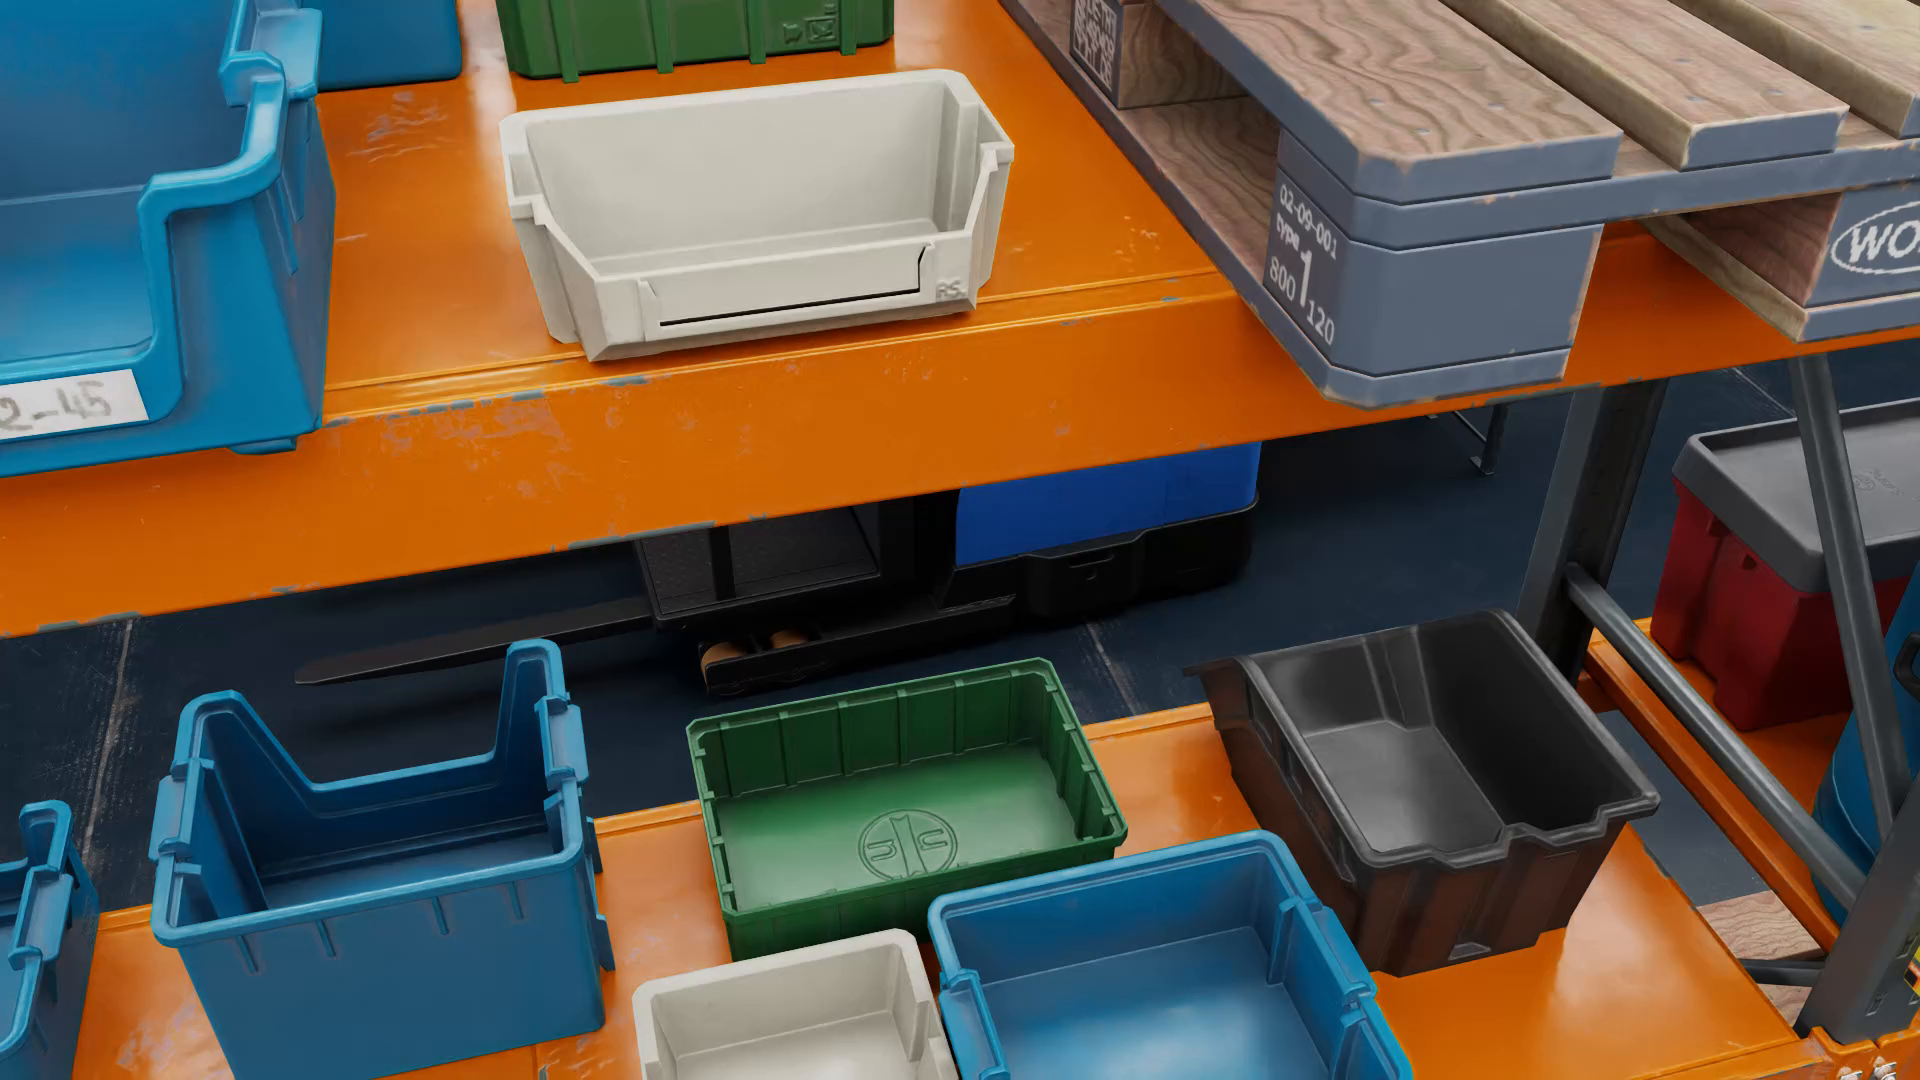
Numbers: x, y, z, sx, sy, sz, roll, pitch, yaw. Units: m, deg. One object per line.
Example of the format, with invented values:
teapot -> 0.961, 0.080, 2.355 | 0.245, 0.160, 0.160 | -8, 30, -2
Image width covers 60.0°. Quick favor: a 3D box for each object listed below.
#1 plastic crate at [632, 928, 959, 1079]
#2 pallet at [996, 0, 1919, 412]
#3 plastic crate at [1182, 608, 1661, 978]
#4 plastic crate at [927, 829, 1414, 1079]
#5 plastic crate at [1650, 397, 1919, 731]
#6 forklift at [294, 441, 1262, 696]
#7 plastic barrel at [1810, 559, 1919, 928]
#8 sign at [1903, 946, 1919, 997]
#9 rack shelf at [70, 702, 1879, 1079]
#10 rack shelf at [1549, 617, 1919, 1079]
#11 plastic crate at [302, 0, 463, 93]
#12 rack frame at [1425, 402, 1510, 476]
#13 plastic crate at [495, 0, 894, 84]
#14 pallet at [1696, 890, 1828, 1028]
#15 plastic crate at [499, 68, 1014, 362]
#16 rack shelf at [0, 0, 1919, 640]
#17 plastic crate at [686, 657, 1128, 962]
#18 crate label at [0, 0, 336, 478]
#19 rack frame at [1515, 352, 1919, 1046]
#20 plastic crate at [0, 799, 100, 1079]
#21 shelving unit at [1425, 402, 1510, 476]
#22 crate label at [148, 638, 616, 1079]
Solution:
plastic crate -> -0.218, 0.846, 2.393 | 0.437, 0.136, 0.530 | -9, 38, -12
pallet -> 0.612, -0.609, 1.765 | 1.003, 0.211, 1.213 | -9, 38, -12
plastic crate -> 0.745, 0.368, 2.851 | 0.504, 0.338, 0.767 | -9, 38, -12
plastic crate -> 0.286, 0.729, 2.451 | 0.616, 0.251, 0.499 | -9, 38, -12
plastic crate -> 1.671, 0.054, 3.158 | 0.583, 0.464, 0.402 | -9, 38, -12
forklift -> -0.598, -1.046, 4.705 | 3.031, 2.935, 1.130 | -11, 39, -14
plastic barrel -> 1.735, 0.253, 2.538 | 0.708, 0.901, 0.600 | -9, 38, -12
sign -> 1.416, 0.550, 2.335 | 0.005, 0.325, 0.100 | -9, 38, -12
rack shelf -> -0.648, 0.938, 2.647 | 4.000, 0.370, 1.077 | -9, 38, -12
rack shelf -> 3.214, 0.304, 3.476 | 4.000, 0.370, 1.077 | -9, 38, -12
plastic crate -> -0.816, -0.695, 1.734 | 0.575, 0.384, 0.392 | -9, 38, -12
rack frame -> 1.852, -0.976, 5.791 | 0.032, 1.500, 0.500 | -11, 39, -14
plastic crate -> -0.311, -0.682, 1.878 | 0.450, 0.188, 0.336 | -9, 38, -12
pallet -> 2.031, 1.296, 3.882 | 1.213, 0.211, 1.003 | -9, 38, -12
plastic crate -> -0.161, -0.260, 1.369 | 0.396, 0.136, 0.243 | -9, 38, -12
rack shelf -> -0.648, -0.254, 1.736 | 4.000, 0.370, 1.077 | -9, 38, -12
plastic crate -> -0.101, 0.469, 2.843 | 0.662, 0.188, 0.450 | -9, 38, -12
crate label -> -0.685, -0.266, 1.283 | 0.408, 0.251, 0.502 | -9, 38, -12
rack frame -> 1.283, 0.335, 2.843 | 0.127, 3.000, 1.000 | -9, 38, -12
plastic crate -> -1.545, 0.674, 2.523 | 0.408, 0.251, 0.499 | -9, 38, -12
shelving unit -> 1.368, -0.880, 5.666 | 1.048, 1.500, 0.538 | -11, 39, -14
crate label -> -0.872, 0.505, 2.592 | 0.616, 0.435, 0.502 | -9, 38, -12
